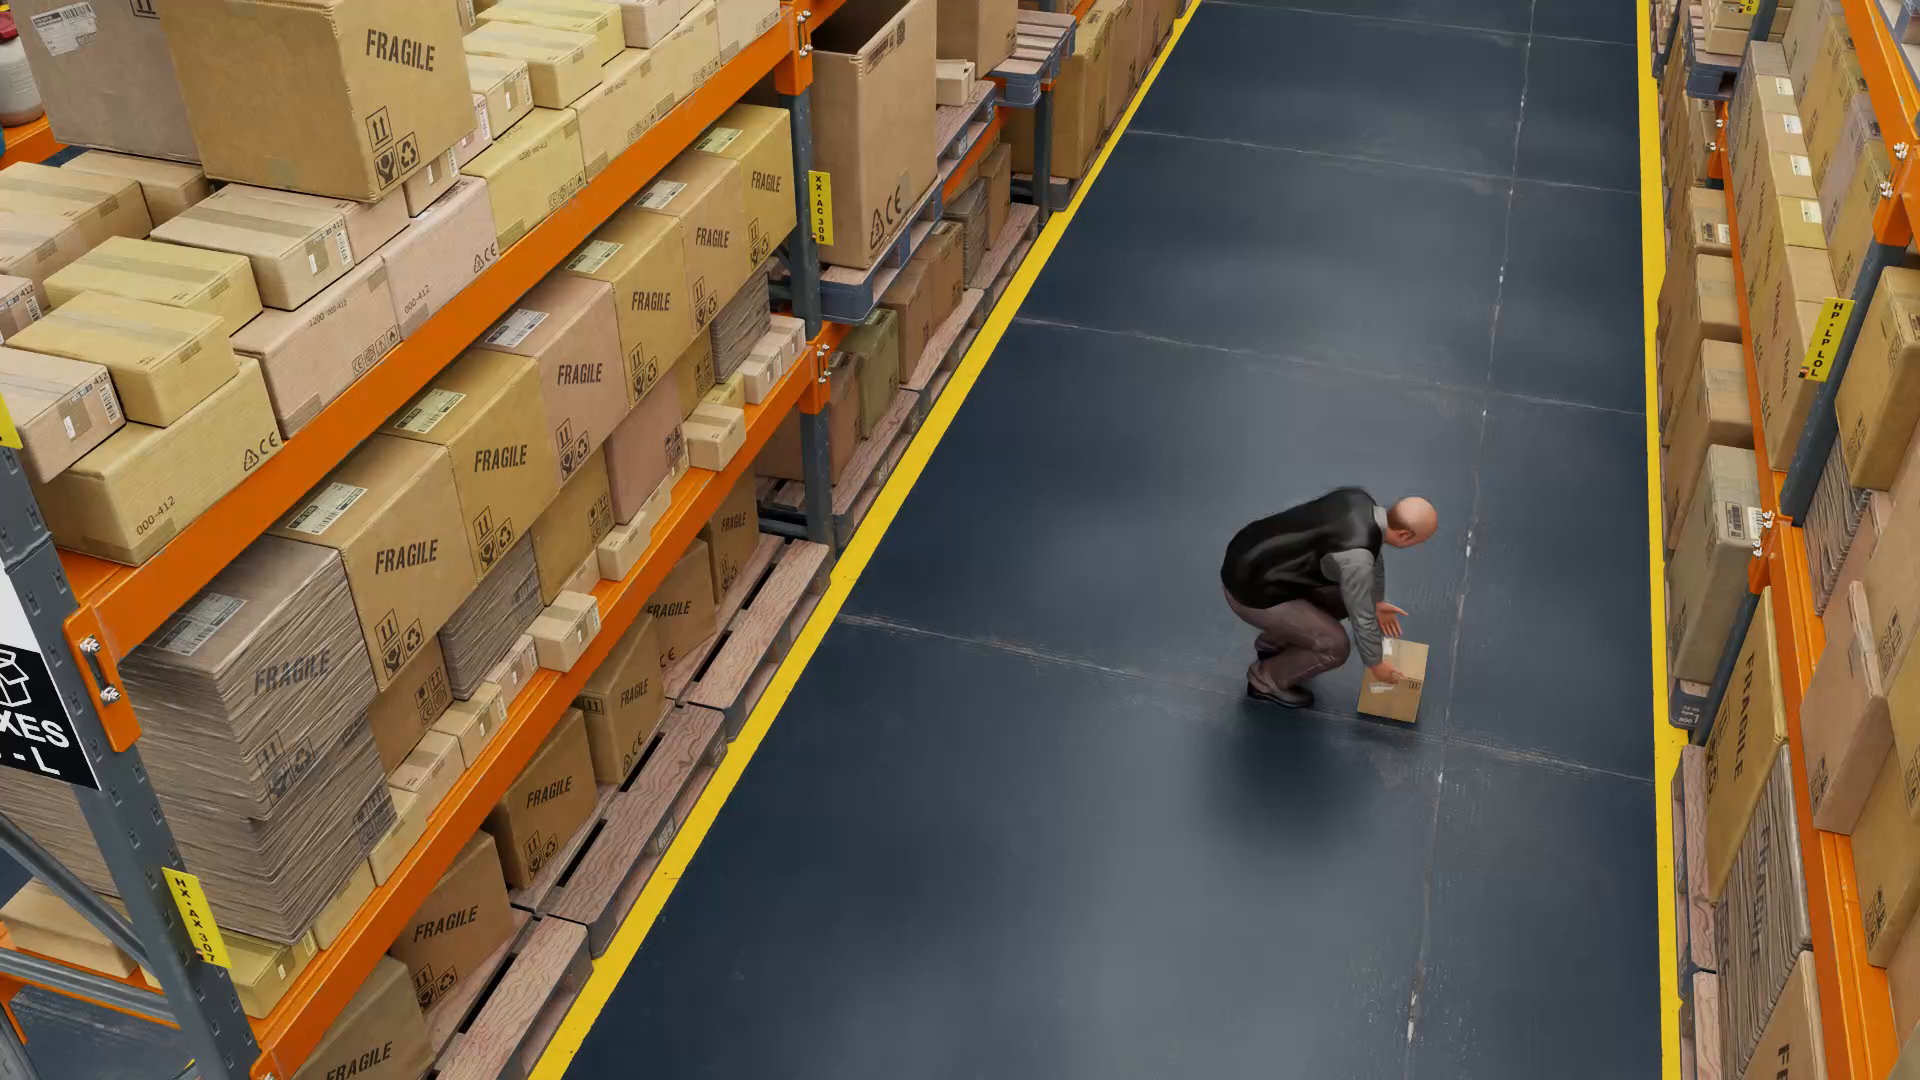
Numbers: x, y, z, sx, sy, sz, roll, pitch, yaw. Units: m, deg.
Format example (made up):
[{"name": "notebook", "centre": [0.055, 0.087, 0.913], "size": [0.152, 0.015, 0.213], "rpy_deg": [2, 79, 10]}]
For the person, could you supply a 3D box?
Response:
[{"name": "person", "centre": [1.531, -0.024, 7.018], "size": [0.612, 1.640, 0.471], "rpy_deg": [10, 38, 13]}]
